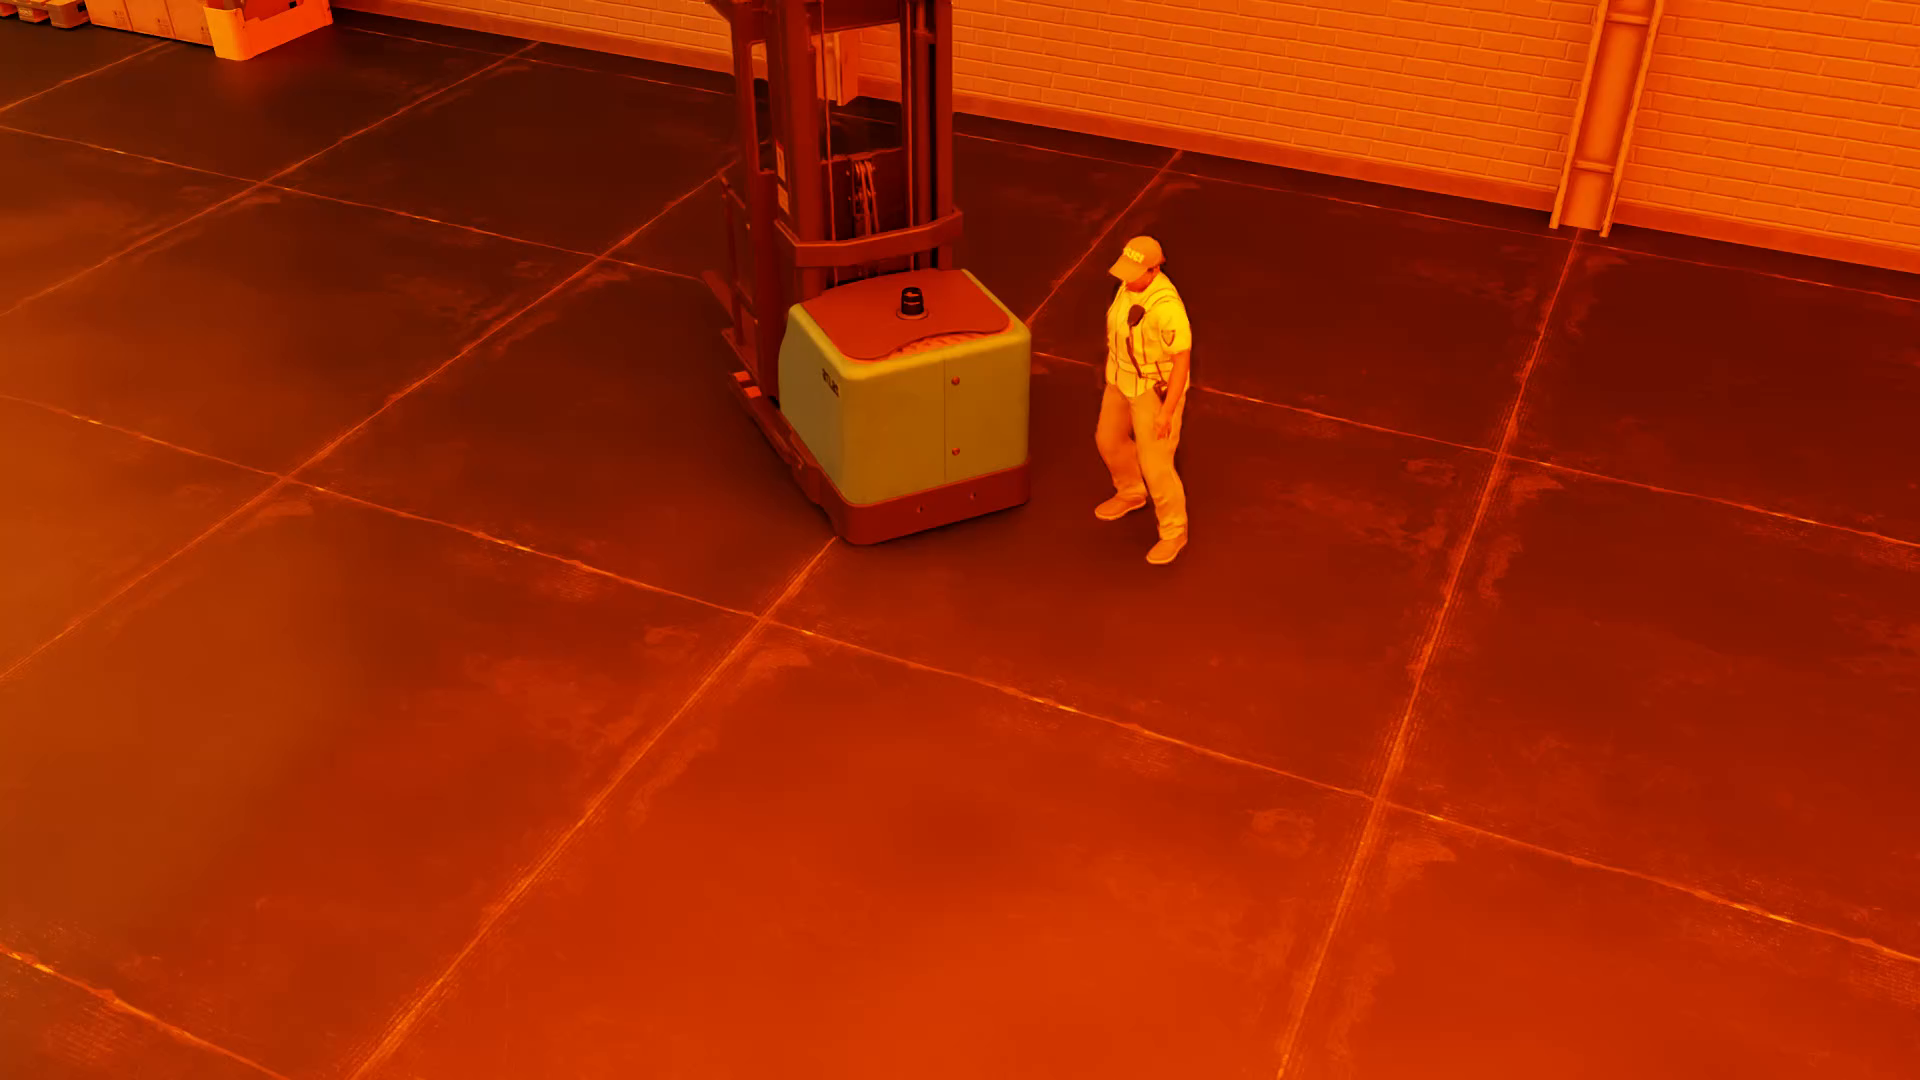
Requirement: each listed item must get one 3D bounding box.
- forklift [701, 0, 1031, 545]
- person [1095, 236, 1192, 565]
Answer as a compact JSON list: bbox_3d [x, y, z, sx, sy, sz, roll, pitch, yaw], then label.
[{"bbox_3d":[-0.709,-2.012,8.908,1.130,2.935,3.031,-15,38,-20],"label":"forklift"},{"bbox_3d":[0.910,-0.740,8.238,0.444,1.643,0.740,-16,39,-21],"label":"person"}]
